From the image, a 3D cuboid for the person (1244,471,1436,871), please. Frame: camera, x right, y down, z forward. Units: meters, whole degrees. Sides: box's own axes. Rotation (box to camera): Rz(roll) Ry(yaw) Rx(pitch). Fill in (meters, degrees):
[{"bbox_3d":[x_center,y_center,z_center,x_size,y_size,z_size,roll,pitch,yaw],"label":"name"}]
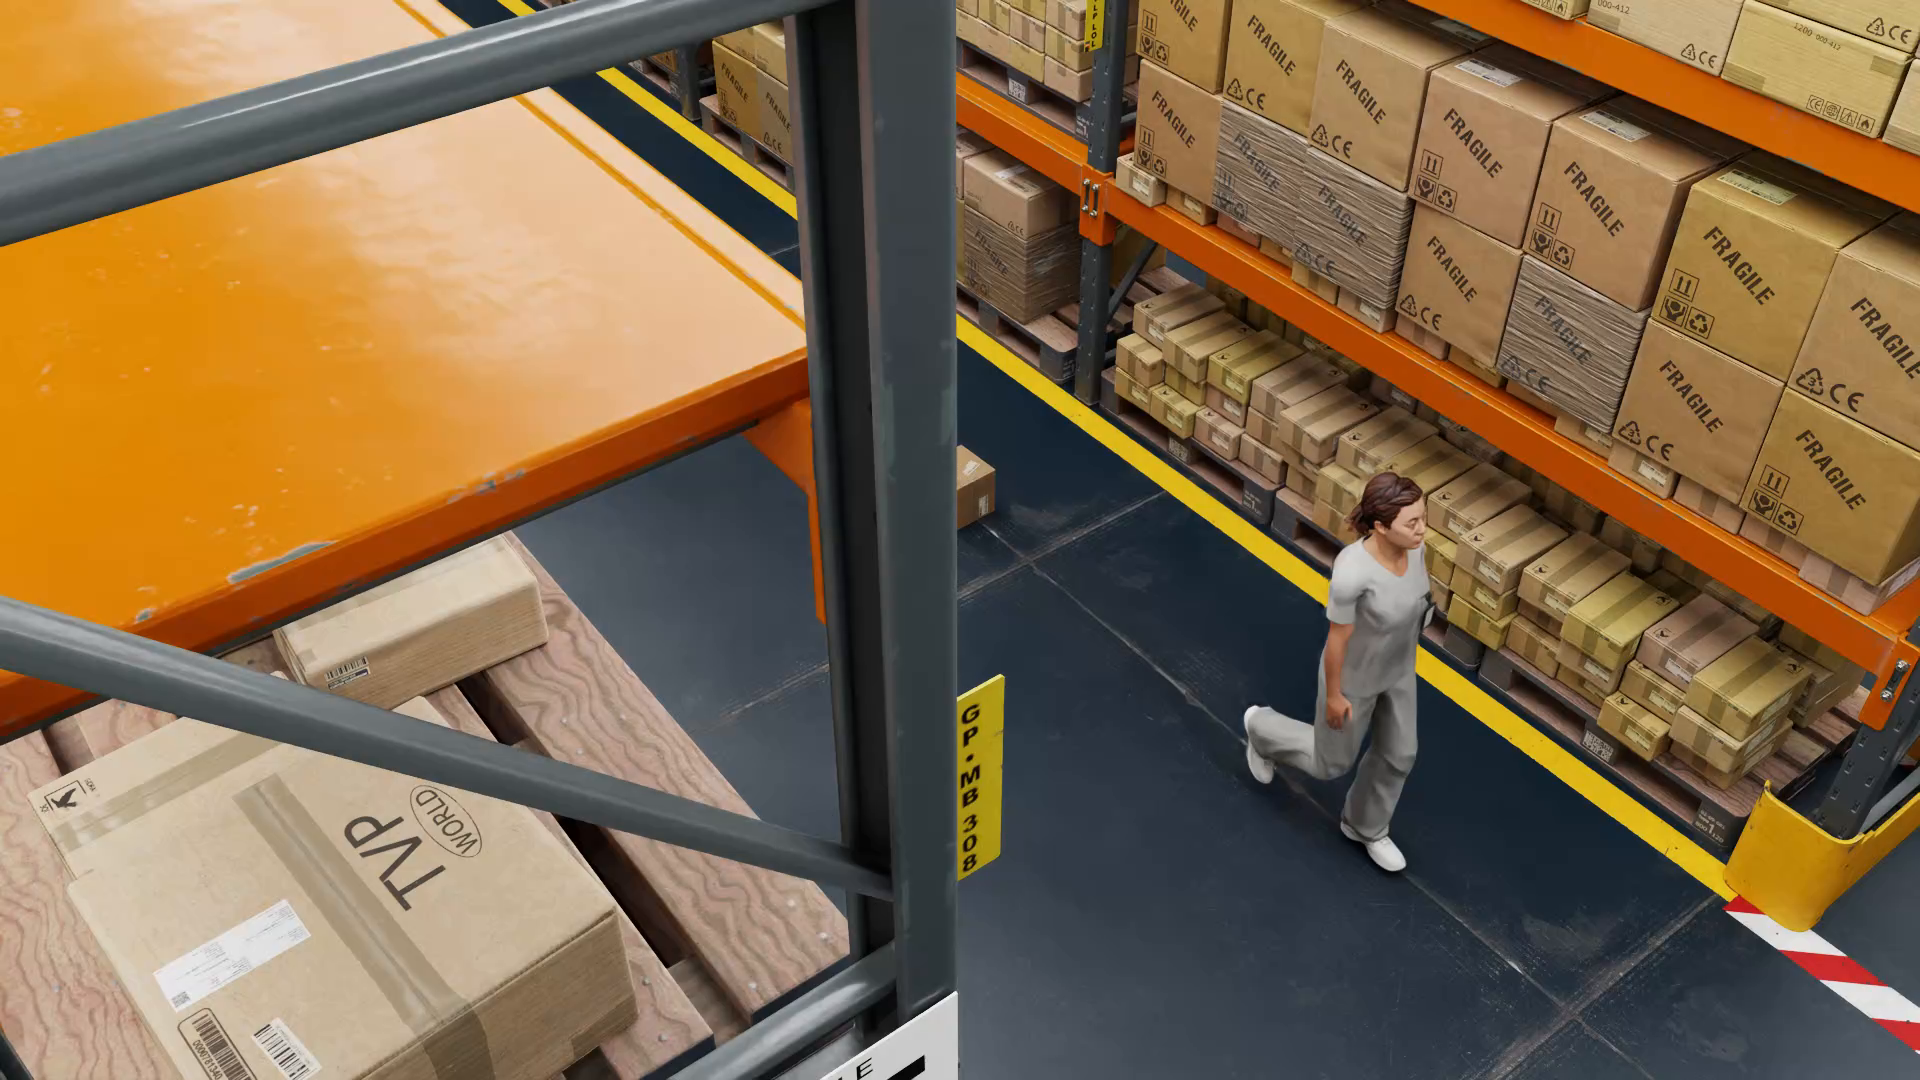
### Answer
[{"bbox_3d":[1.403,0.429,5.889,0.441,1.645,0.763,-23,46,-25],"label":"person"}]
